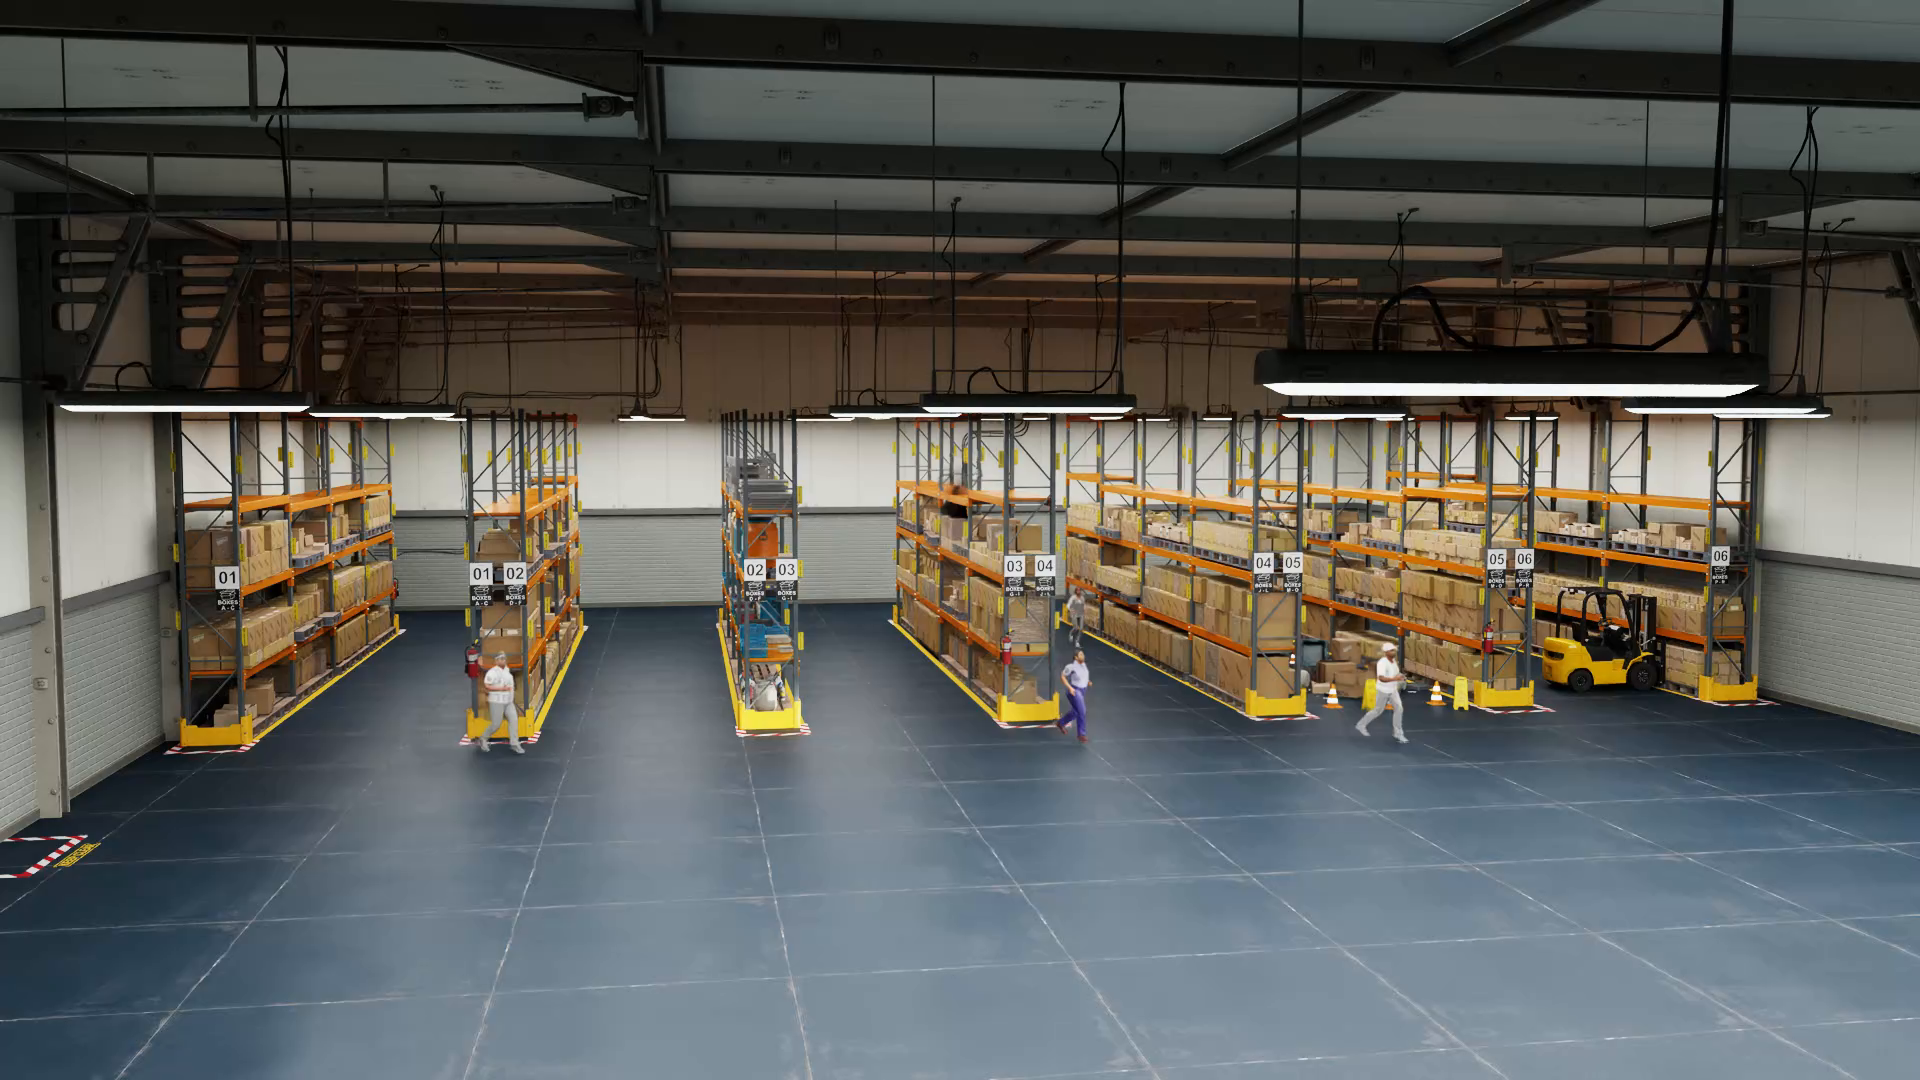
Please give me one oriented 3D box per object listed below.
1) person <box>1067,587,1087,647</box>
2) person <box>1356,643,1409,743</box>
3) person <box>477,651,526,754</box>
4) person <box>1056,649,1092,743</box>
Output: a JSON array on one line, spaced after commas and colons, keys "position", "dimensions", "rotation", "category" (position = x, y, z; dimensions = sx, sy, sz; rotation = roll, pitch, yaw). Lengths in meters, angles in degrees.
[{"position": [3.008, 1.968, 42.729], "dimensions": [0.532, 1.555, 0.547], "rotation": [-1, 4, -19], "category": "person"}, {"position": [7.662, 2.744, 30.043], "dimensions": [0.940, 1.805, 0.710], "rotation": [3, 5, 41], "category": "person"}, {"position": [-7.979, 2.811, 28.866], "dimensions": [0.907, 1.795, 0.689], "rotation": [1, 4, 17], "category": "person"}, {"position": [2.075, 2.805, 30.147], "dimensions": [0.812, 1.685, 0.603], "rotation": [3, 5, 35], "category": "person"}]
